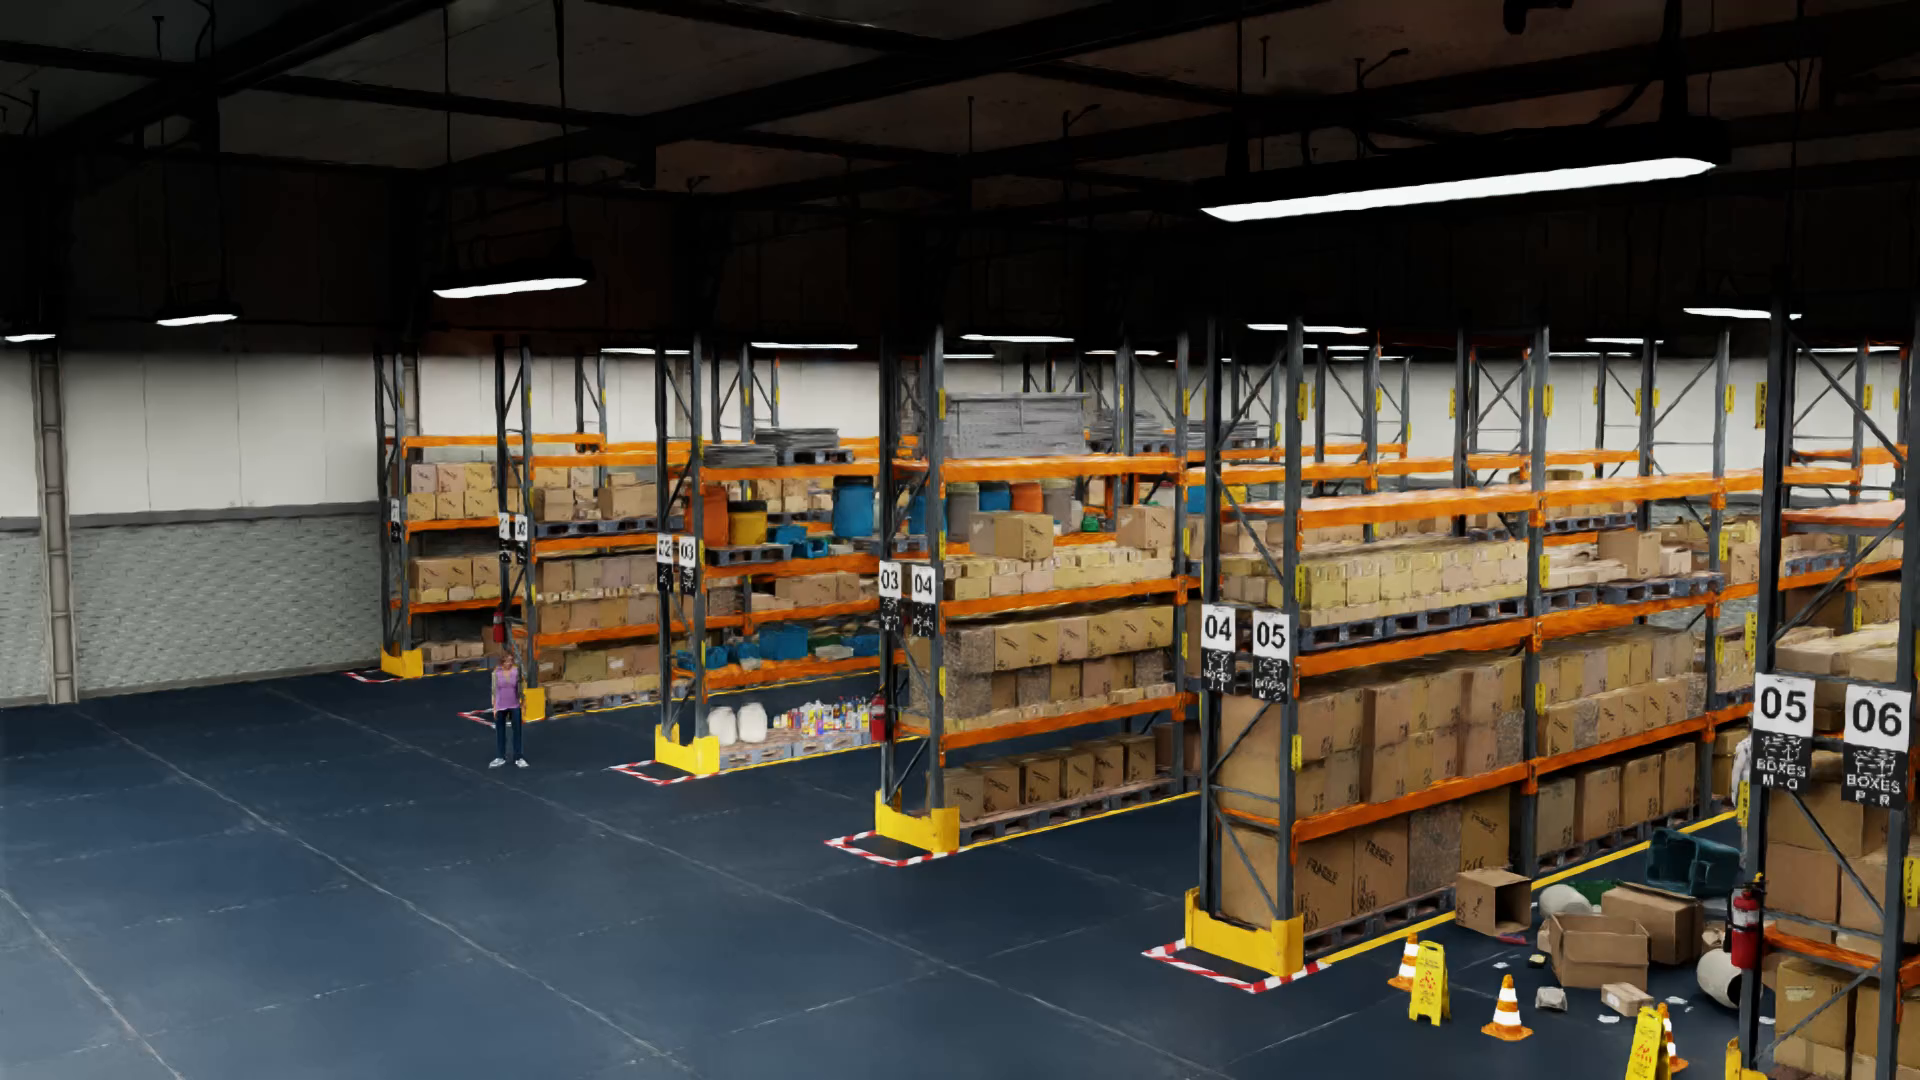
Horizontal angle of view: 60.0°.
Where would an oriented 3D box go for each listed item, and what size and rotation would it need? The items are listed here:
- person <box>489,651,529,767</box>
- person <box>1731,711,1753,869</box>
[{"bbox_3d":[-6.176,2.297,22.669,0.510,1.600,0.392,-2,6,-20],"label":"person"},{"bbox_3d":[8.531,2.688,17.958,0.525,1.677,0.455,-1,5,-10],"label":"person"}]
